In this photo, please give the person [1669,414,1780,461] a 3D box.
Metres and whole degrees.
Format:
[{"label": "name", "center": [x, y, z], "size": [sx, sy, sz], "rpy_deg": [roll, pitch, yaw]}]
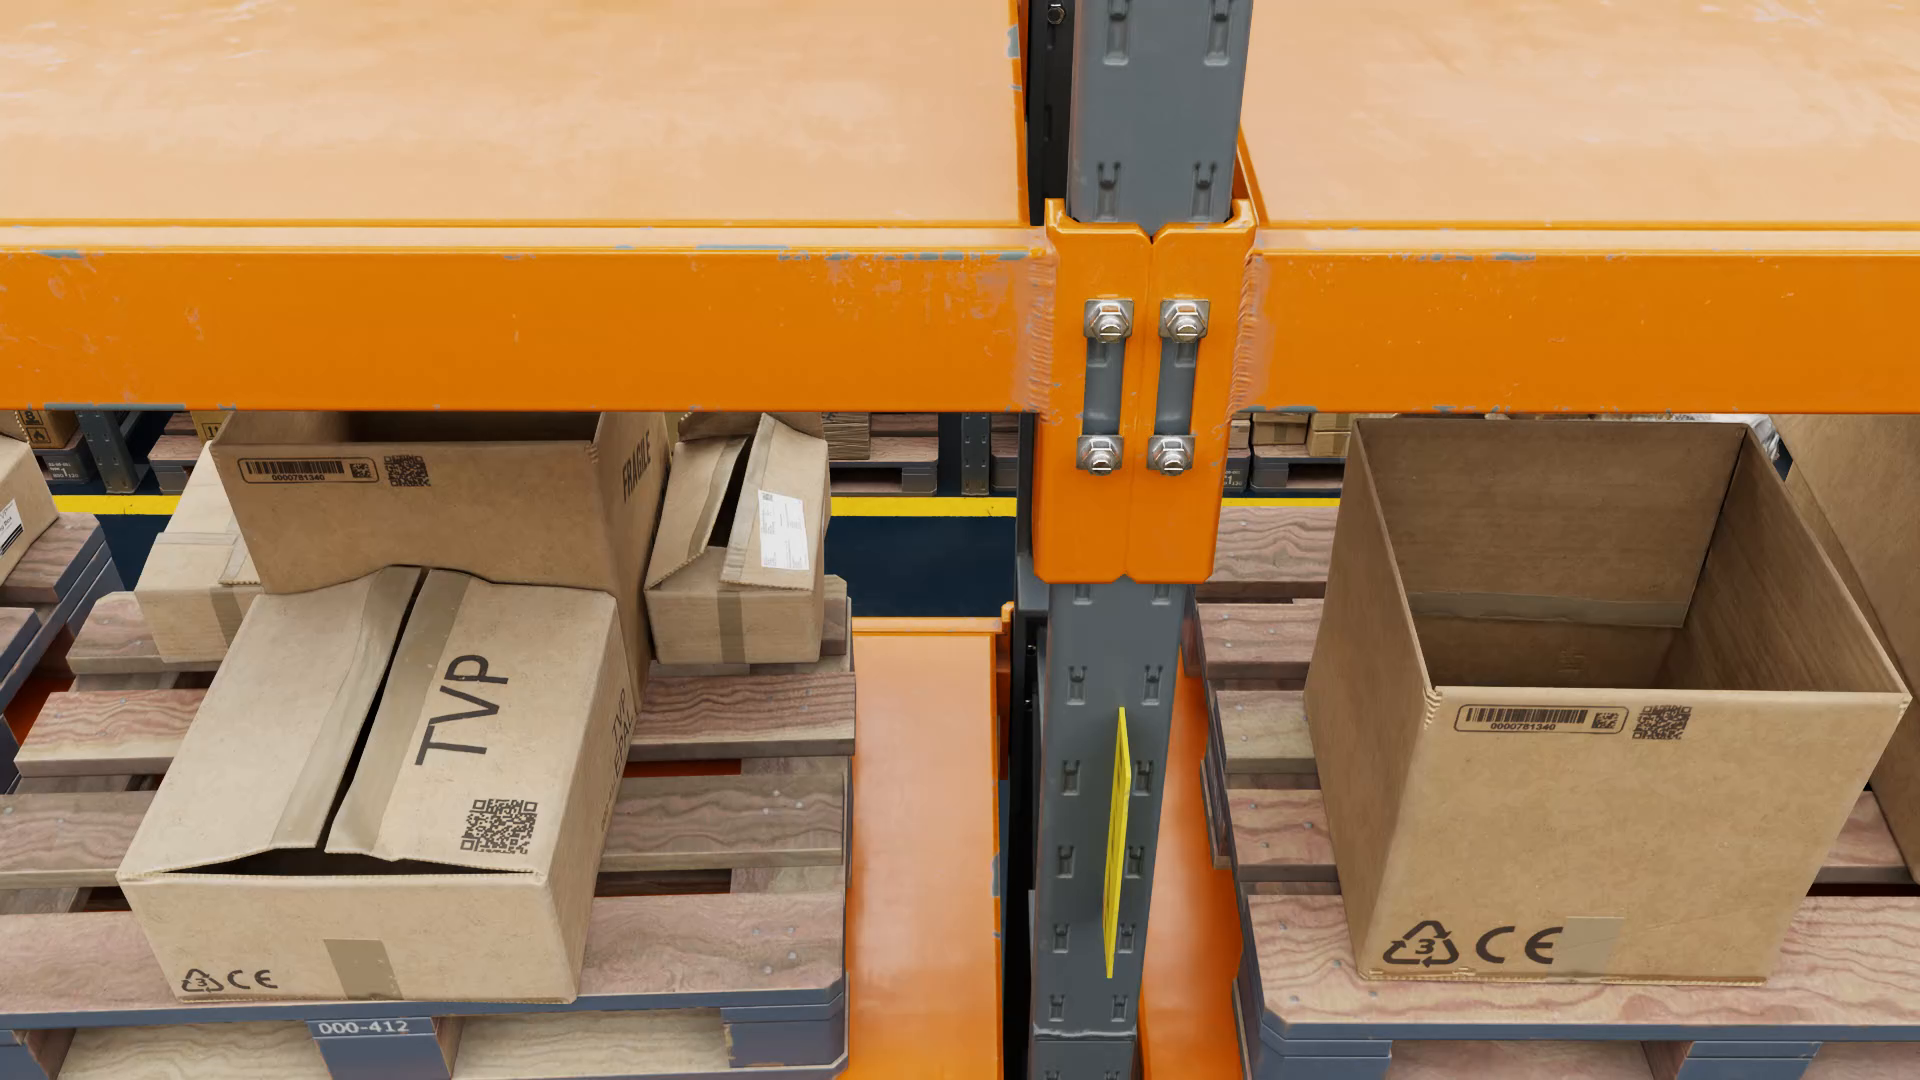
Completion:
[{"label": "person", "center": [2.929, -0.216, 6.391], "size": [0.993, 1.721, 0.602], "rpy_deg": [2, 39, 2]}]
